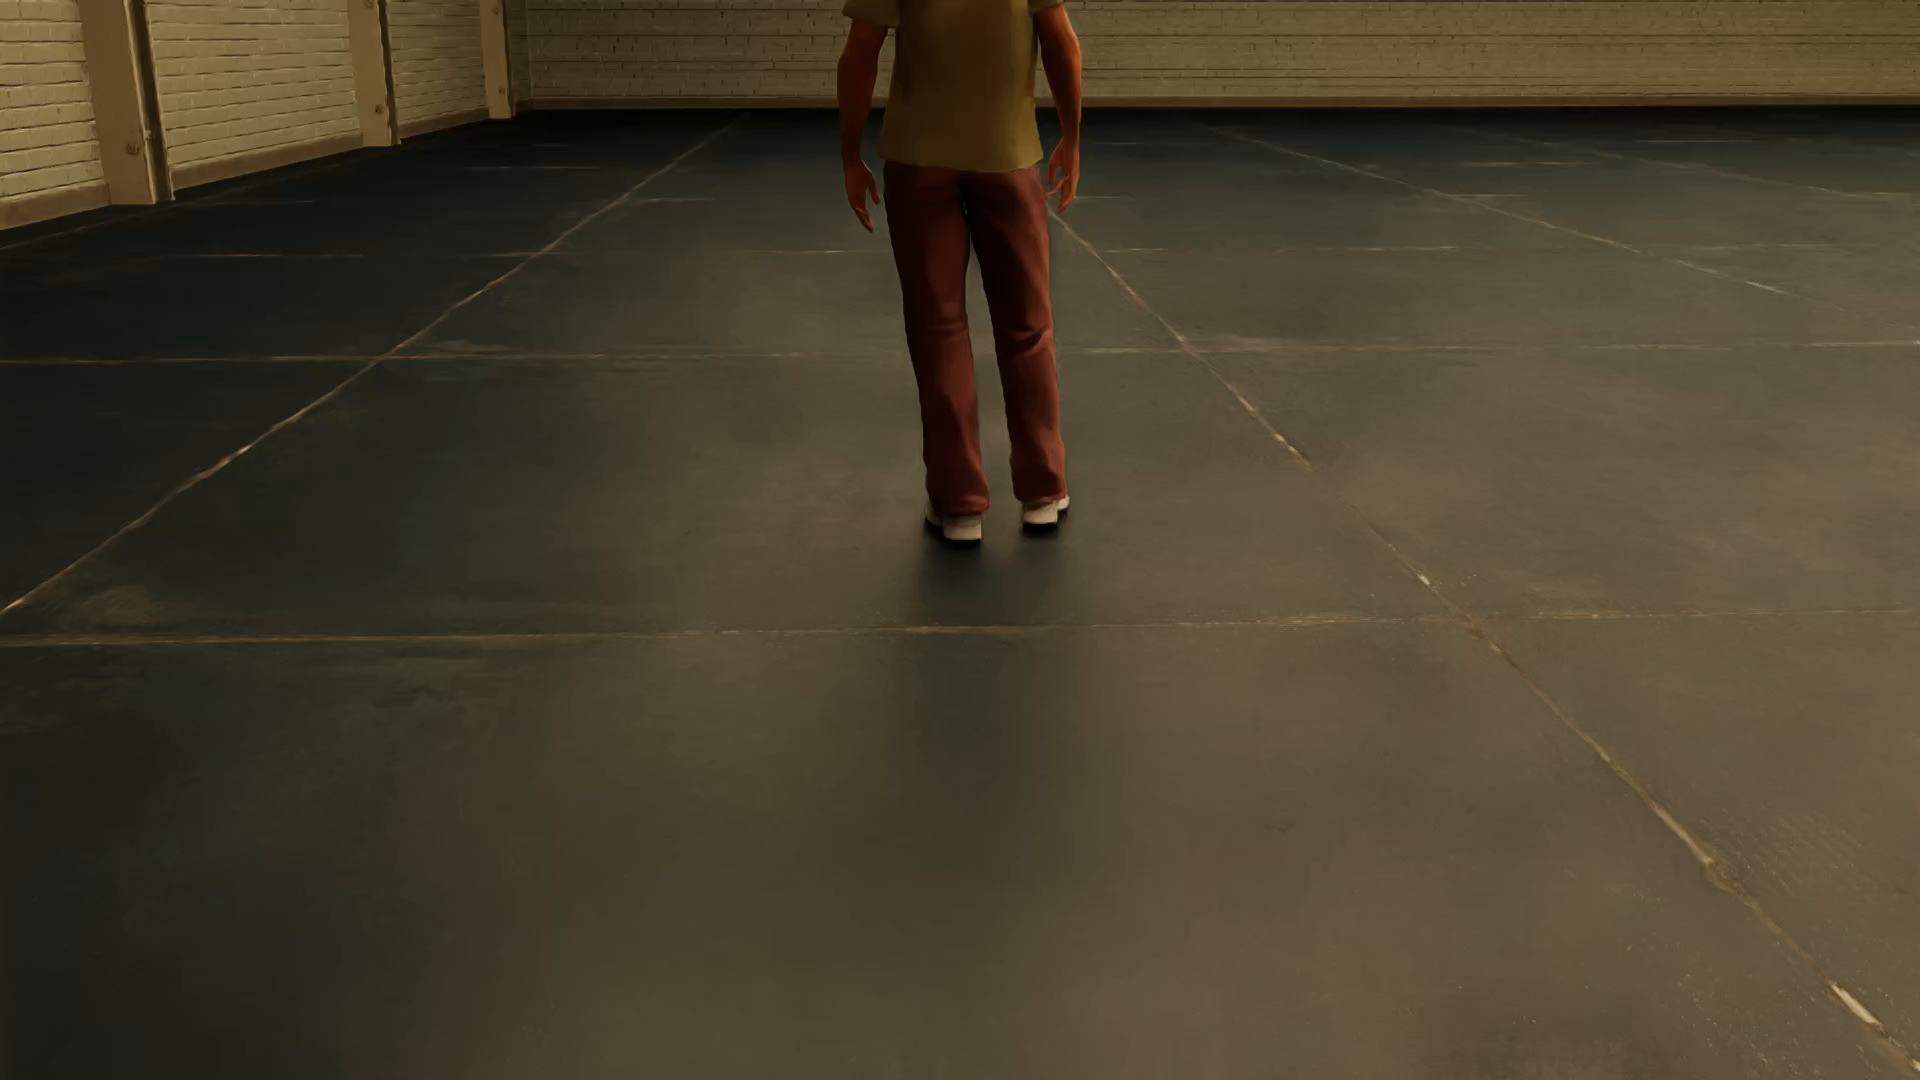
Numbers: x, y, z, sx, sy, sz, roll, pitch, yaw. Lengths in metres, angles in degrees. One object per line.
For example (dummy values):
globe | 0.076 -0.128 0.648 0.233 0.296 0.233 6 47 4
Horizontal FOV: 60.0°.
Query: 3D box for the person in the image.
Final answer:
person | 0.007 -0.827 3.751 0.554 1.663 0.532 -1 17 -3
